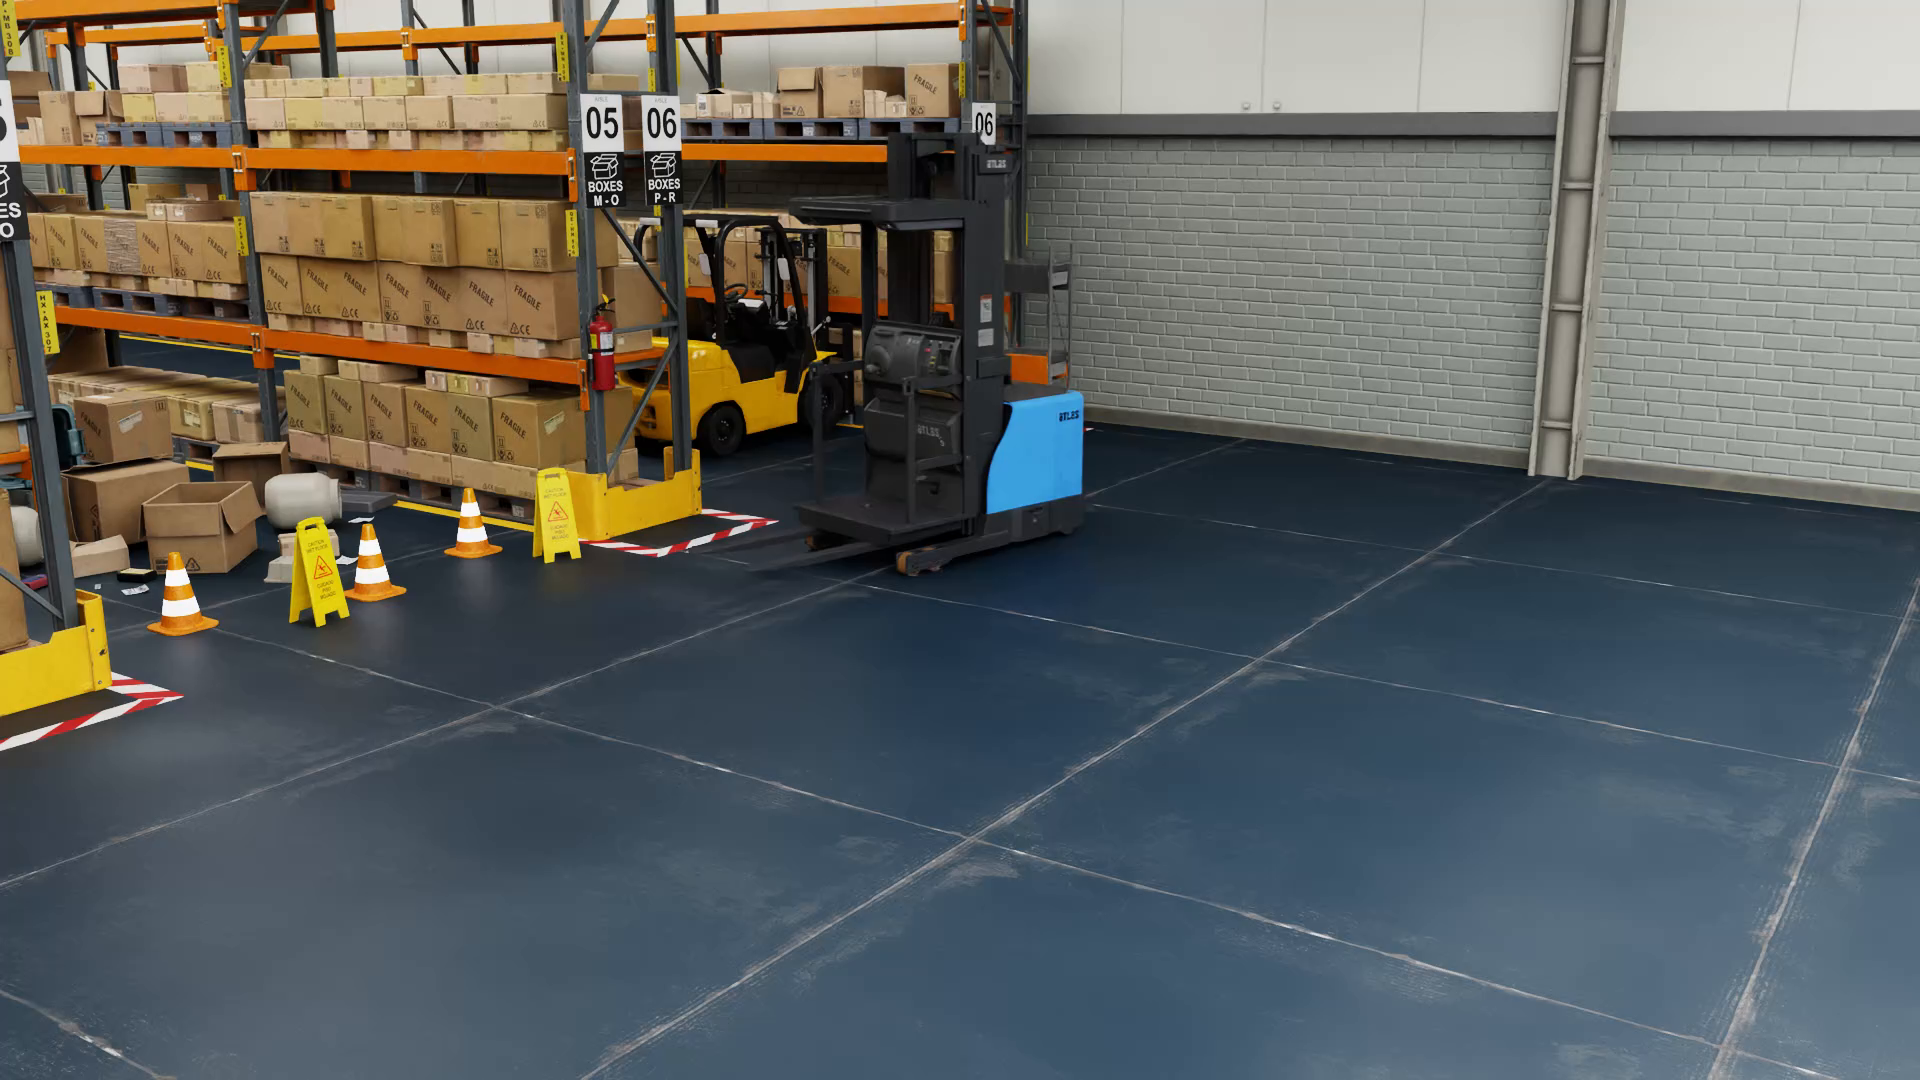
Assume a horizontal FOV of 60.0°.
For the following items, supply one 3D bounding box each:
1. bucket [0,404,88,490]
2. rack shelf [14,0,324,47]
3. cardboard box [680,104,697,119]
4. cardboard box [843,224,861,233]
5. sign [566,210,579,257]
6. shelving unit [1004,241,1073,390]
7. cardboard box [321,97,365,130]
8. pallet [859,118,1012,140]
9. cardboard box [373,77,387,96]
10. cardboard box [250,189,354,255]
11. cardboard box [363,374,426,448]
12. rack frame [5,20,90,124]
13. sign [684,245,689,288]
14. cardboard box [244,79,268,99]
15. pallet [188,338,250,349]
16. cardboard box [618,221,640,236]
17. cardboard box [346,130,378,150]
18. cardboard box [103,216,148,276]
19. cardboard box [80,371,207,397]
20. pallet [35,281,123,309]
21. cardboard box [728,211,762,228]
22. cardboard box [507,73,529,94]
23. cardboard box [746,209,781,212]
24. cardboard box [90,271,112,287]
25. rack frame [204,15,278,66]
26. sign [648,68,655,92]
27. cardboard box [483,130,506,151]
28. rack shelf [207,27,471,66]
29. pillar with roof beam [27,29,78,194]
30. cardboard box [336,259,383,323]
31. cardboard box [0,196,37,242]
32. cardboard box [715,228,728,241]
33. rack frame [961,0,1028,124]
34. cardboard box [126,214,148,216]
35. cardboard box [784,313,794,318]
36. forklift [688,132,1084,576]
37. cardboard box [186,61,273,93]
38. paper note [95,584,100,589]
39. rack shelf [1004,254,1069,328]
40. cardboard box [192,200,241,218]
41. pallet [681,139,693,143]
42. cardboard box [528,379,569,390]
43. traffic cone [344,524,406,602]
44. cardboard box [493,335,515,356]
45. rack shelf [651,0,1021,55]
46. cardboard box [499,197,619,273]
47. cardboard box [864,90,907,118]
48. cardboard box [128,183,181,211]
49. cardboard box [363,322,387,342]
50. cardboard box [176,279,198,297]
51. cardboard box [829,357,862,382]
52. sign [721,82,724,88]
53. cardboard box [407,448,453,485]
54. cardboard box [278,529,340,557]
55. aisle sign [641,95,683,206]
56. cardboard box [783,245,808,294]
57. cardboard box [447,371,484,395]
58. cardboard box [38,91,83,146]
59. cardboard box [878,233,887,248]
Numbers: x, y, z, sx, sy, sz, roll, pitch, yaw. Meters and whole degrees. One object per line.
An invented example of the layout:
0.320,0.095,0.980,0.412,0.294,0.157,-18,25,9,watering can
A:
-7.027,-0.699,12.552,0.726,0.611,0.620,-10,7,-35,bucket
-7.408,-4.746,15.097,4.000,0.370,1.077,9,17,33,rack shelf
-2.778,-4.565,17.719,0.250,0.149,0.380,10,17,34,cardboard box
-0.974,-3.194,16.806,0.250,0.149,0.380,10,17,34,cardboard box
-2.756,-2.180,11.819,0.005,0.325,0.100,9,17,33,sign
0.563,-1.274,13.100,0.503,2.100,0.431,8,16,28,shelving unit
-4.694,-3.386,13.209,0.500,0.250,0.500,9,17,33,cardboard box
-0.234,-4.076,16.487,1.213,0.211,1.003,9,17,33,pallet
-4.333,-3.531,12.964,0.250,0.149,0.380,10,17,34,cardboard box
-5.504,-2.685,14.019,0.500,0.500,0.700,9,17,32,cardboard box
-4.529,-1.070,13.689,0.500,0.500,0.500,10,17,36,cardboard box
-9.067,-5.557,16.046,0.127,3.000,1.000,9,17,33,rack frame
-2.126,-2.101,12.766,0.005,0.325,0.100,9,17,33,sign
-5.669,-3.723,13.740,0.250,0.149,0.380,9,16,32,cardboard box
-10.189,-2.910,23.641,1.213,0.211,1.003,9,17,33,pallet
-3.613,-3.495,18.641,0.250,0.149,0.380,9,16,32,cardboard box
-4.606,-3.162,13.134,0.250,0.149,0.380,9,16,32,cardboard box
-7.532,-2.728,15.402,0.500,0.500,0.500,8,16,31,cardboard box
-7.987,-1.398,16.324,0.625,0.372,0.950,9,16,32,cardboard box
-8.417,-2.478,16.489,1.003,0.211,1.213,9,17,33,pallet
-2.242,-3.400,17.640,0.250,0.149,0.380,10,17,34,cardboard box
-3.067,-3.322,12.123,0.250,0.149,0.380,10,17,34,cardboard box
-2.135,-3.549,18.242,0.250,0.149,0.380,9,17,32,cardboard box
-8.024,-2.498,15.821,0.250,0.149,0.380,10,17,36,cardboard box
-9.619,-7.084,22.213,0.127,3.000,1.000,9,17,33,rack frame
-3.276,-4.849,17.697,0.005,0.325,0.100,9,17,33,sign
-3.308,-2.968,12.350,0.250,0.149,0.380,10,17,34,cardboard box
-7.960,-6.272,21.264,4.000,0.370,1.077,9,17,33,rack shelf
-17.075,-7.303,23.099,0.400,9.000,9.100,9,17,33,pillar with roof beam
-4.700,-2.054,13.553,0.500,0.500,0.500,9,17,32,cardboard box
-9.642,-3.196,16.704,0.500,0.500,0.500,9,16,31,cardboard box
-2.416,-3.303,17.867,0.250,0.149,0.380,9,17,33,cardboard box
0.338,-5.475,15.712,0.127,3.000,1.000,9,17,33,rack frame
-7.680,-2.902,16.102,0.500,0.500,0.500,8,16,29,cardboard box
-2.036,-2.361,18.386,0.500,0.250,0.500,9,16,32,cardboard box
-0.483,-1.316,11.538,3.031,2.935,1.130,-13,19,-42,forklift
-6.300,-3.991,14.358,0.500,0.250,0.500,10,17,34,cardboard box
-5.731,0.309,11.052,0.032,0.001,0.123,-7,15,-25,paper note
0.563,-1.941,12.936,0.480,0.518,0.431,8,16,28,rack shelf
-6.900,-3.079,15.469,0.250,0.149,0.380,10,17,36,cardboard box
-3.720,-4.578,18.729,1.217,0.209,0.805,8,16,31,pallet
-3.401,-1.041,13.574,0.500,0.500,0.500,8,16,31,cardboard box
-3.843,0.126,10.853,0.334,0.463,0.336,9,17,33,traffic cone
-3.332,-1.508,12.697,0.250,0.149,0.380,9,16,32,cardboard box
-1.322,-5.200,16.930,4.000,0.370,1.077,9,17,33,rack shelf
-2.975,-2.276,12.365,0.500,0.500,0.700,9,16,31,cardboard box
-0.730,-4.290,16.367,0.258,0.266,0.396,9,17,33,cardboard box
-11.467,-4.828,23.718,0.500,0.500,0.500,10,17,34,cardboard box
-4.610,-1.707,13.500,0.250,0.149,0.380,9,17,33,cardboard box
-6.772,-2.271,14.903,0.250,0.149,0.380,9,16,32,cardboard box
-1.091,-1.812,17.207,0.500,0.250,0.500,9,16,32,cardboard box
-2.673,-4.955,18.615,0.005,0.325,0.100,9,17,33,sign
-4.113,-0.636,13.500,0.500,0.250,0.500,8,16,31,cardboard box
-4.644,0.039,11.858,0.380,0.149,0.250,-7,15,-25,cardboard box
-2.205,-2.888,12.336,0.004,0.787,0.394,9,17,33,aisle sign
-1.491,-2.830,17.305,0.500,0.500,0.500,9,17,33,cardboard box
-3.788,-1.246,13.052,0.250,0.149,0.380,10,17,34,cardboard box
-8.286,-4.021,15.872,0.500,0.500,0.700,9,17,33,cardboard box
-0.715,-3.027,16.753,0.250,0.149,0.380,9,17,32,cardboard box
